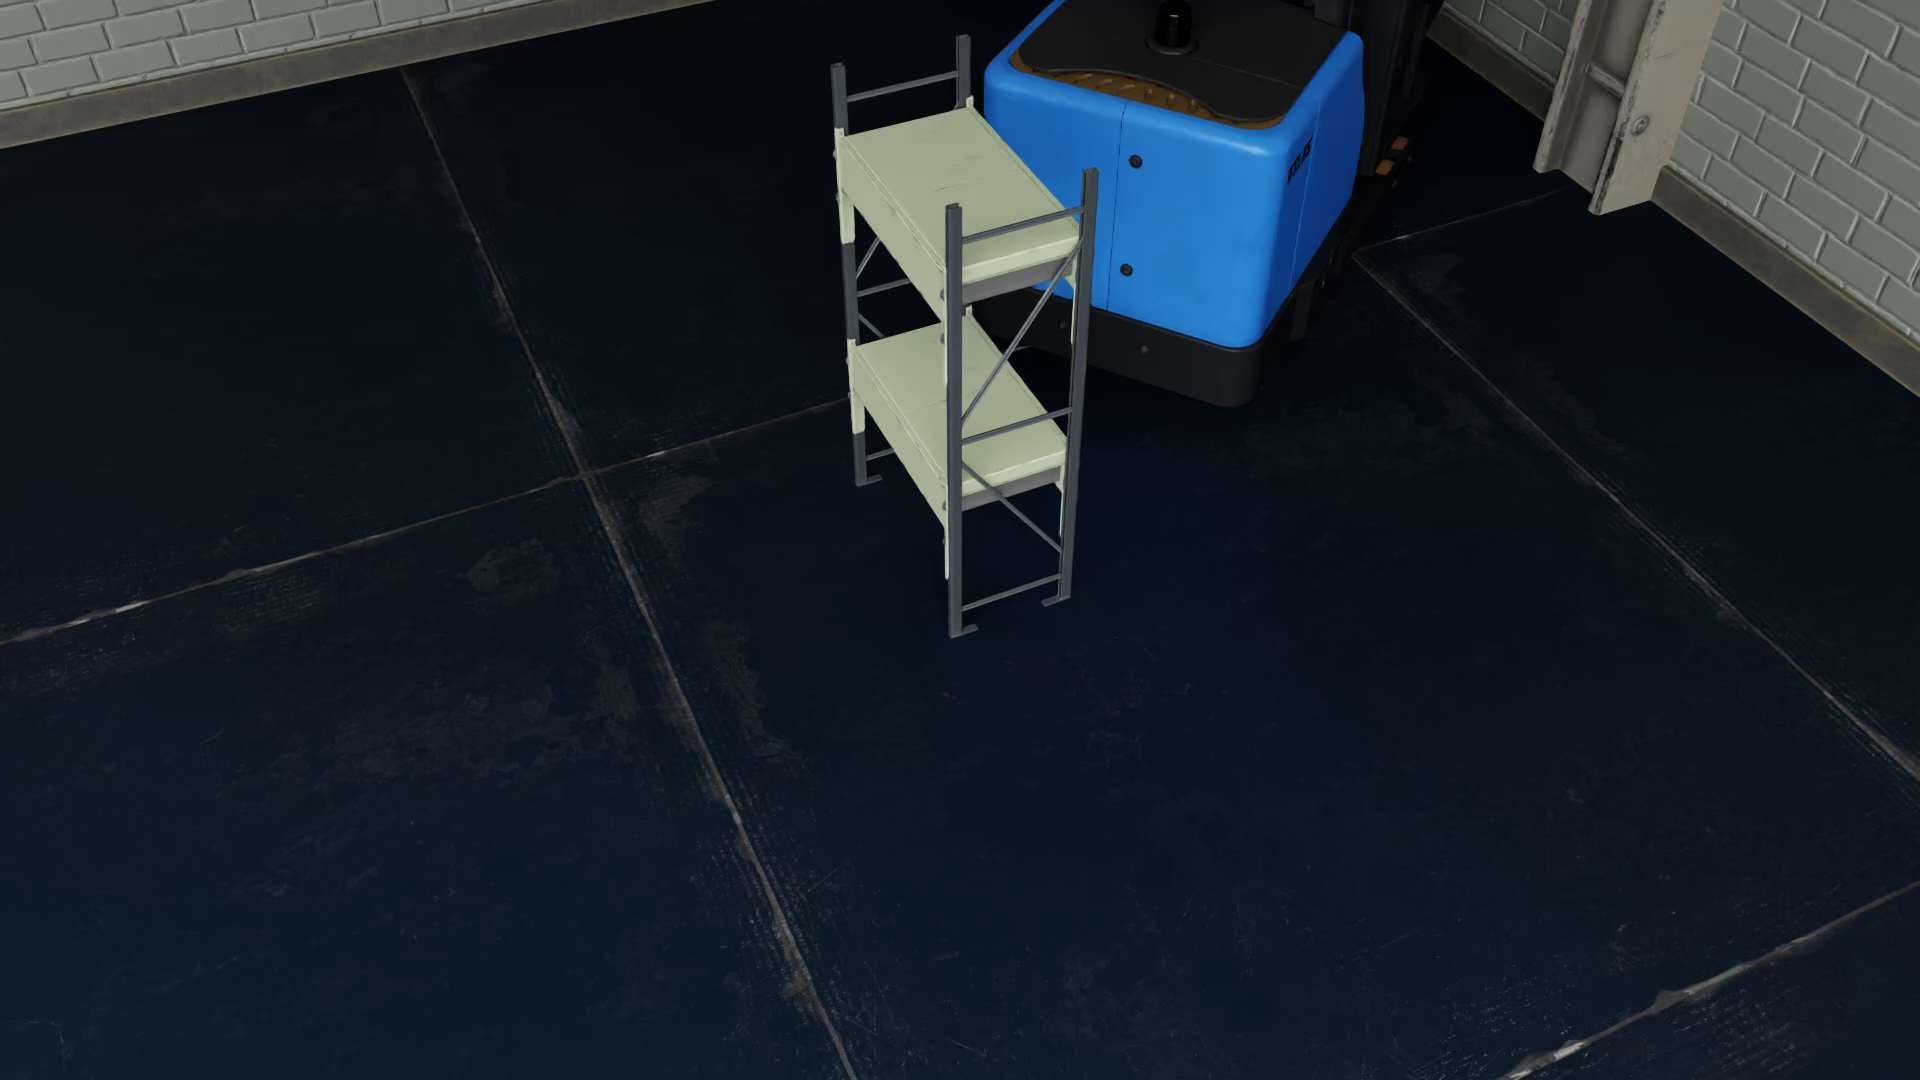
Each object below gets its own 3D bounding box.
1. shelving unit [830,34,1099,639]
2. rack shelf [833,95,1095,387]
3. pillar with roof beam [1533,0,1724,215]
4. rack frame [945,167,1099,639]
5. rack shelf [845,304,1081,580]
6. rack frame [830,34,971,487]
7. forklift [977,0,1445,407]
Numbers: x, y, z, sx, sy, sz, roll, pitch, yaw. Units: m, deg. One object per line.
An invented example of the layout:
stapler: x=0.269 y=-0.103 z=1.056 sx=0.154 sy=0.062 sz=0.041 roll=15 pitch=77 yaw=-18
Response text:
shelving unit: x=-0.003 y=-0.538 z=4.728 sx=0.431 sy=1.500 sz=0.755 roll=-18 pitch=47 yaw=-17
rack shelf: x=-0.003 y=-0.816 z=4.453 sx=0.431 sy=0.370 sz=0.720 roll=-18 pitch=47 yaw=-17
pillar with roof beam: x=-1.347 y=-3.379 z=2.267 sx=9.100 sy=9.000 sz=0.400 roll=-18 pitch=47 yaw=-17
rack frame: x=0.151 y=-0.305 z=4.491 sx=0.400 sy=1.500 sz=0.023 roll=-18 pitch=47 yaw=-17
rack shelf: x=-0.003 y=-0.306 z=4.957 sx=0.431 sy=0.370 sz=0.720 roll=-18 pitch=47 yaw=-17
rack frame: x=-0.157 y=-0.771 z=4.964 sx=0.400 sy=1.500 sz=0.023 roll=-18 pitch=47 yaw=-17
forklift: x=1.187 y=-2.526 z=5.724 sx=1.130 sy=2.935 sz=3.031 roll=20 pitch=48 yaw=19
